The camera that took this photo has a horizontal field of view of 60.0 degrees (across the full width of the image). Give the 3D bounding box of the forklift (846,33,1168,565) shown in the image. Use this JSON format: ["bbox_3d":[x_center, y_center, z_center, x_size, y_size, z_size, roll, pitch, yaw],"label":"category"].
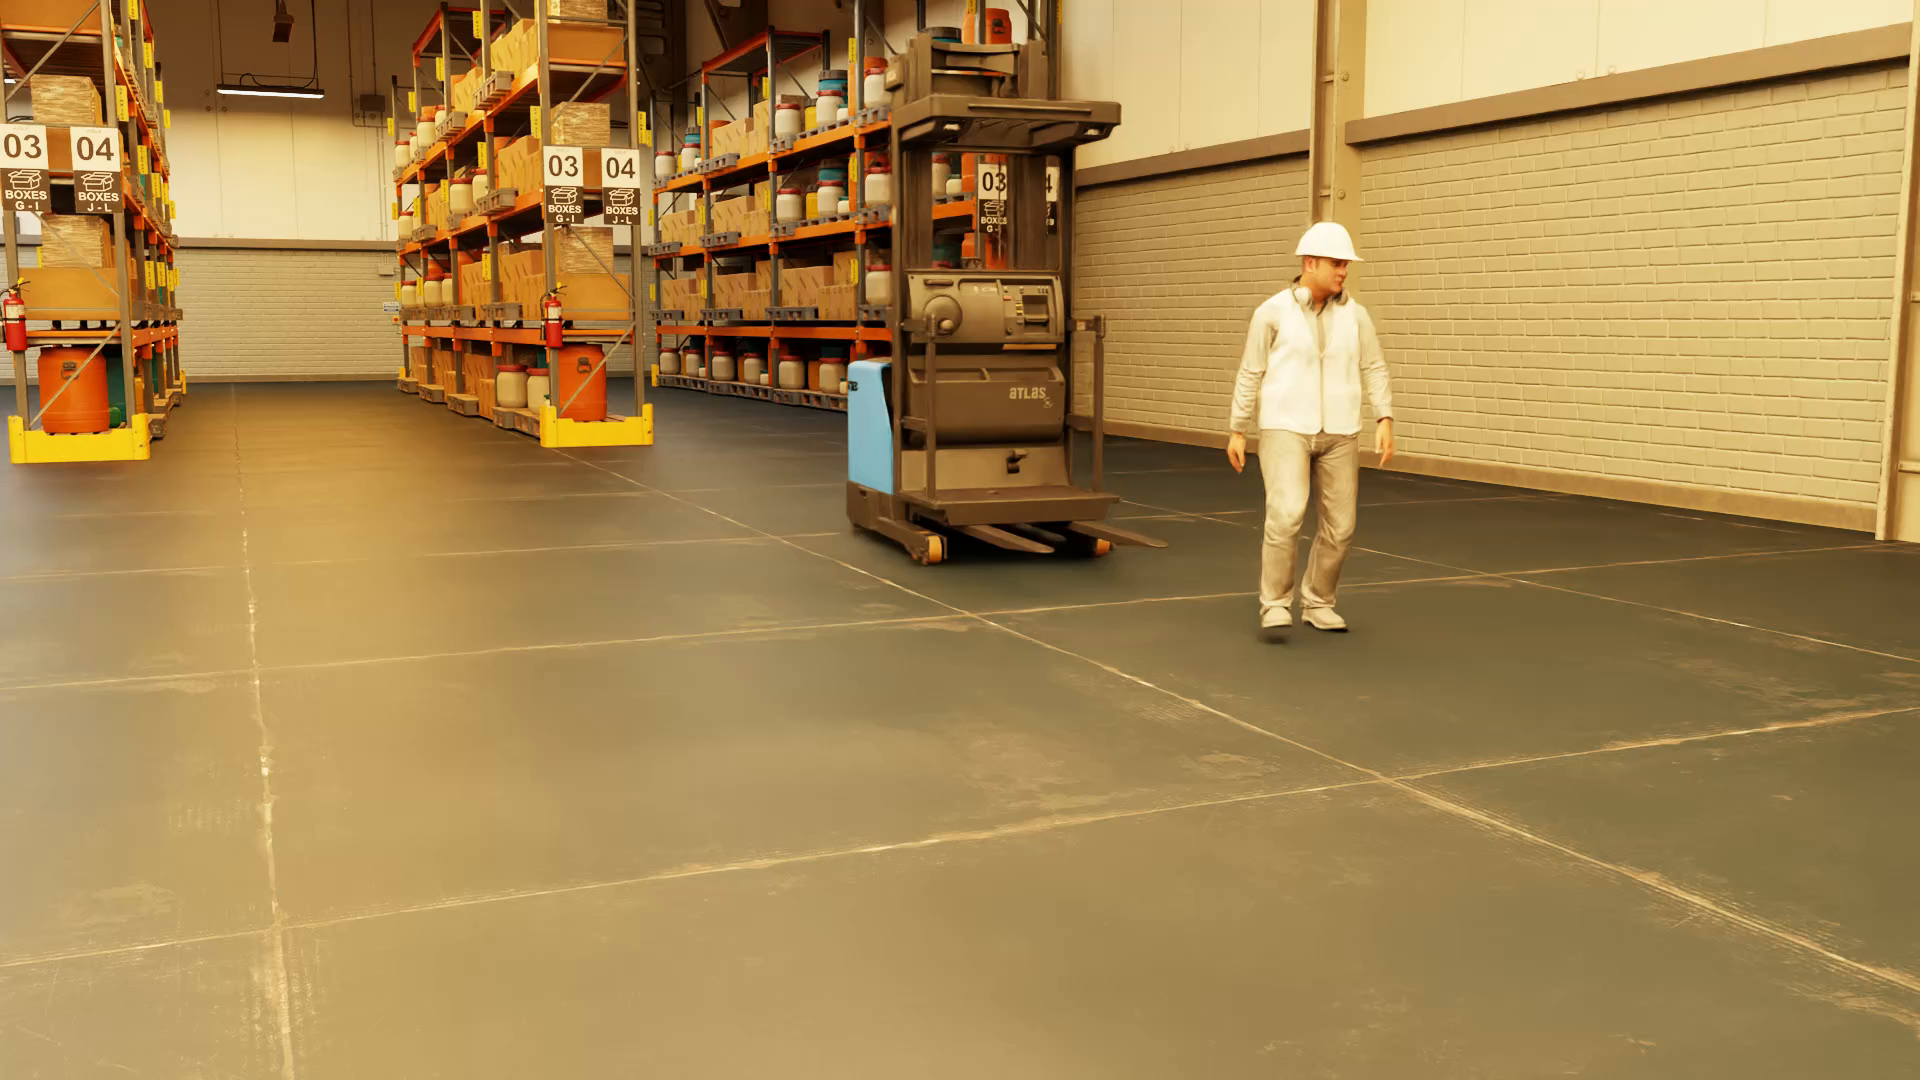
[{"bbox_3d":[0.224,-1.375,9.371,1.130,2.935,3.031,-3,8,-19],"label":"forklift"}]

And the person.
[{"bbox_3d":[1.472,-0.457,7.007,0.656,1.733,0.634,-1,8,-8],"label":"person"}]
